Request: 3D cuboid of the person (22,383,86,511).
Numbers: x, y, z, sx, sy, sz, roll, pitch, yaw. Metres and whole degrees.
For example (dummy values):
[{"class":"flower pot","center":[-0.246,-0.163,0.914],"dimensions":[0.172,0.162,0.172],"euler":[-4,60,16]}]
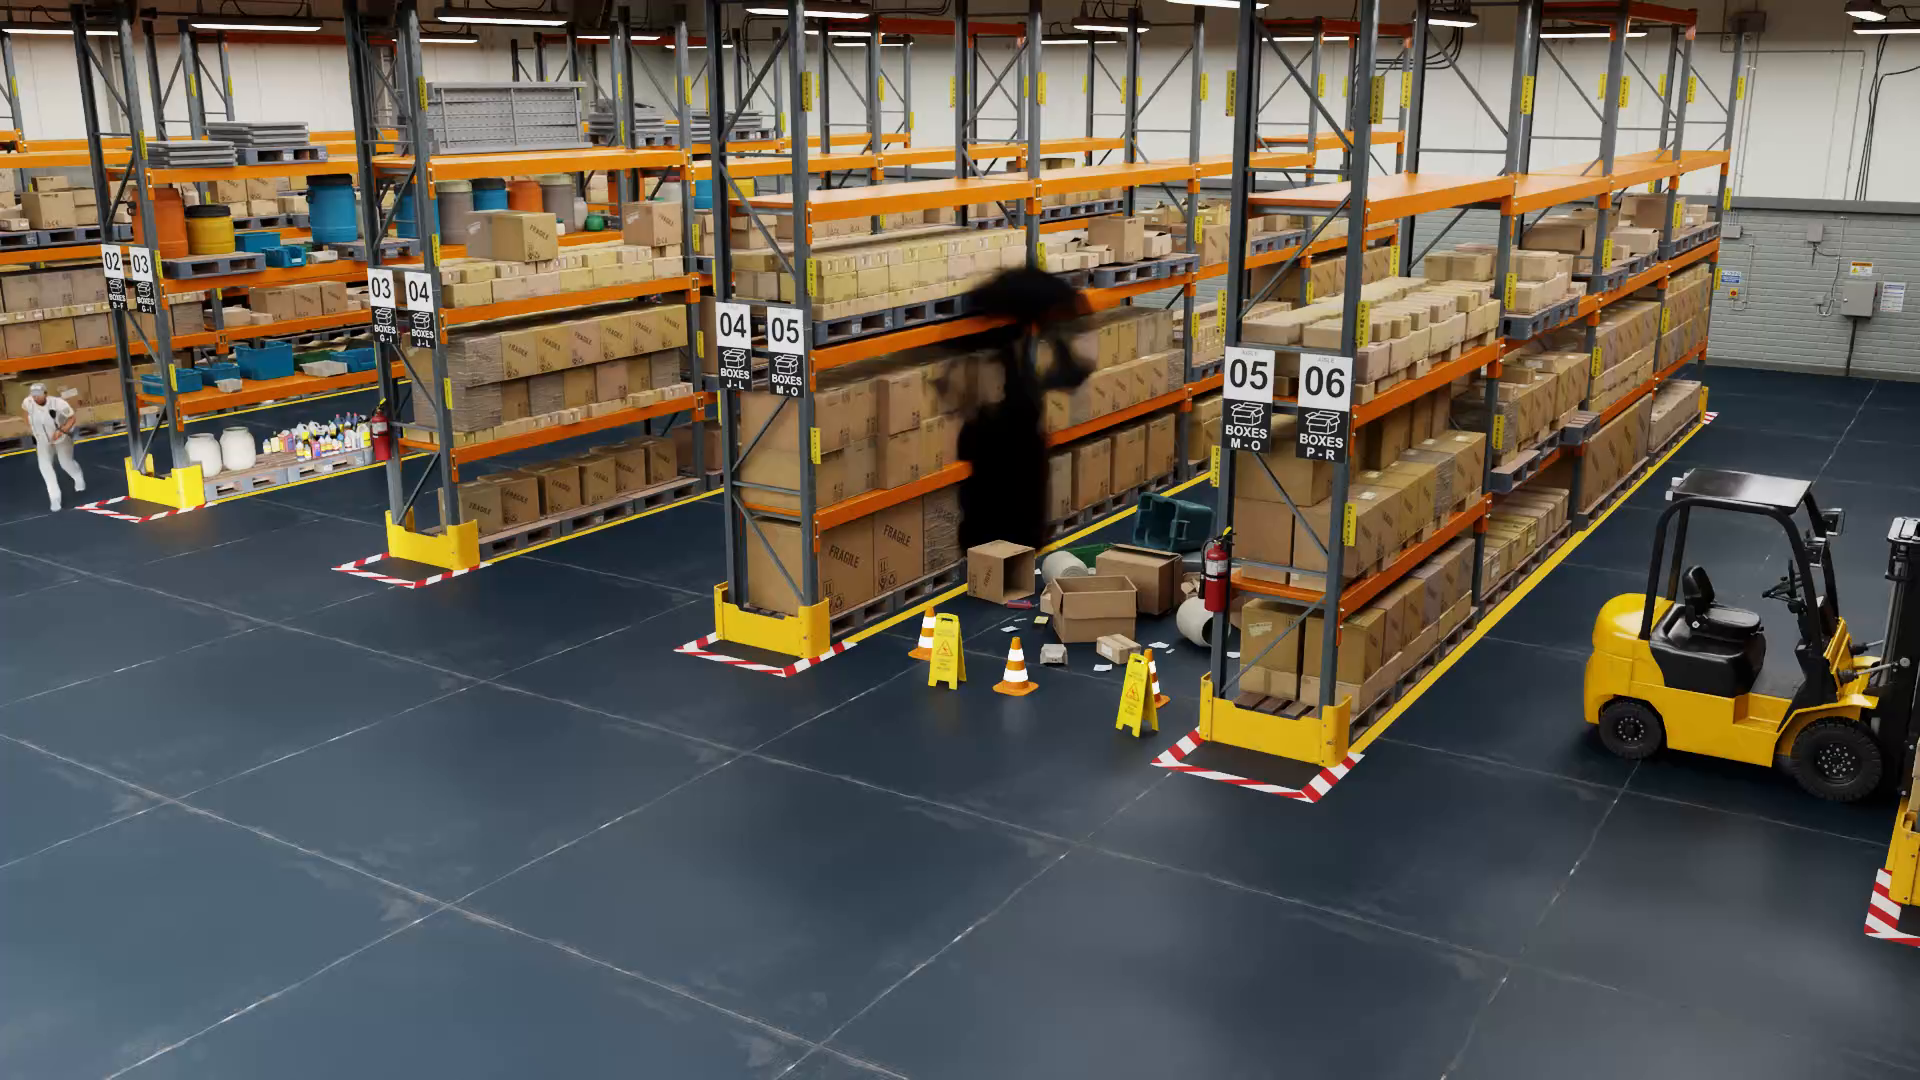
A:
[{"class":"person","center":[-11.275,-1.216,20.740],"dimensions":[0.643,1.627,1.023],"euler":[-2,16,-6]}]
